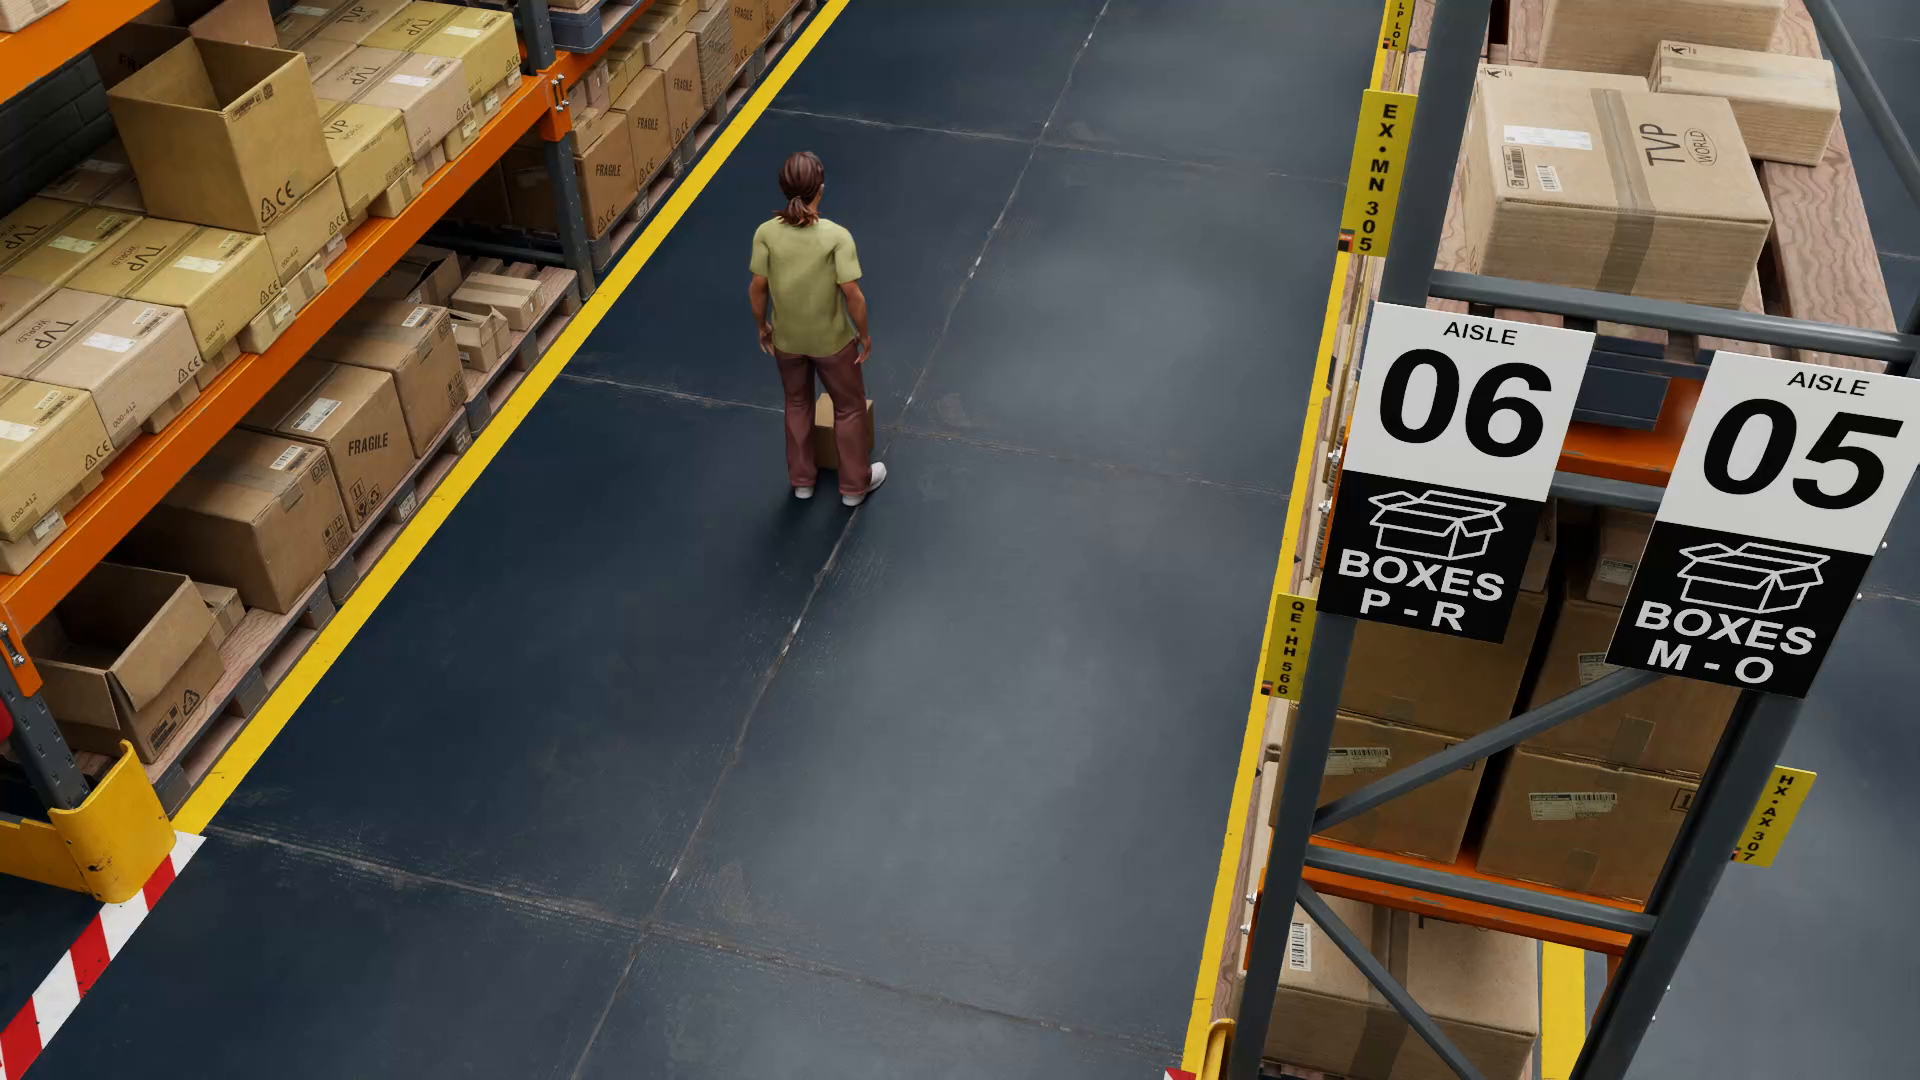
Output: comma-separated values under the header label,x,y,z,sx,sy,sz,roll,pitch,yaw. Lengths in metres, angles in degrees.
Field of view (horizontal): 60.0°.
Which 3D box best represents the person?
label,x,y,z,sx,sy,sz,roll,pitch,yaw
person,-0.622,-0.878,7.168,0.518,1.666,0.365,8,42,9
